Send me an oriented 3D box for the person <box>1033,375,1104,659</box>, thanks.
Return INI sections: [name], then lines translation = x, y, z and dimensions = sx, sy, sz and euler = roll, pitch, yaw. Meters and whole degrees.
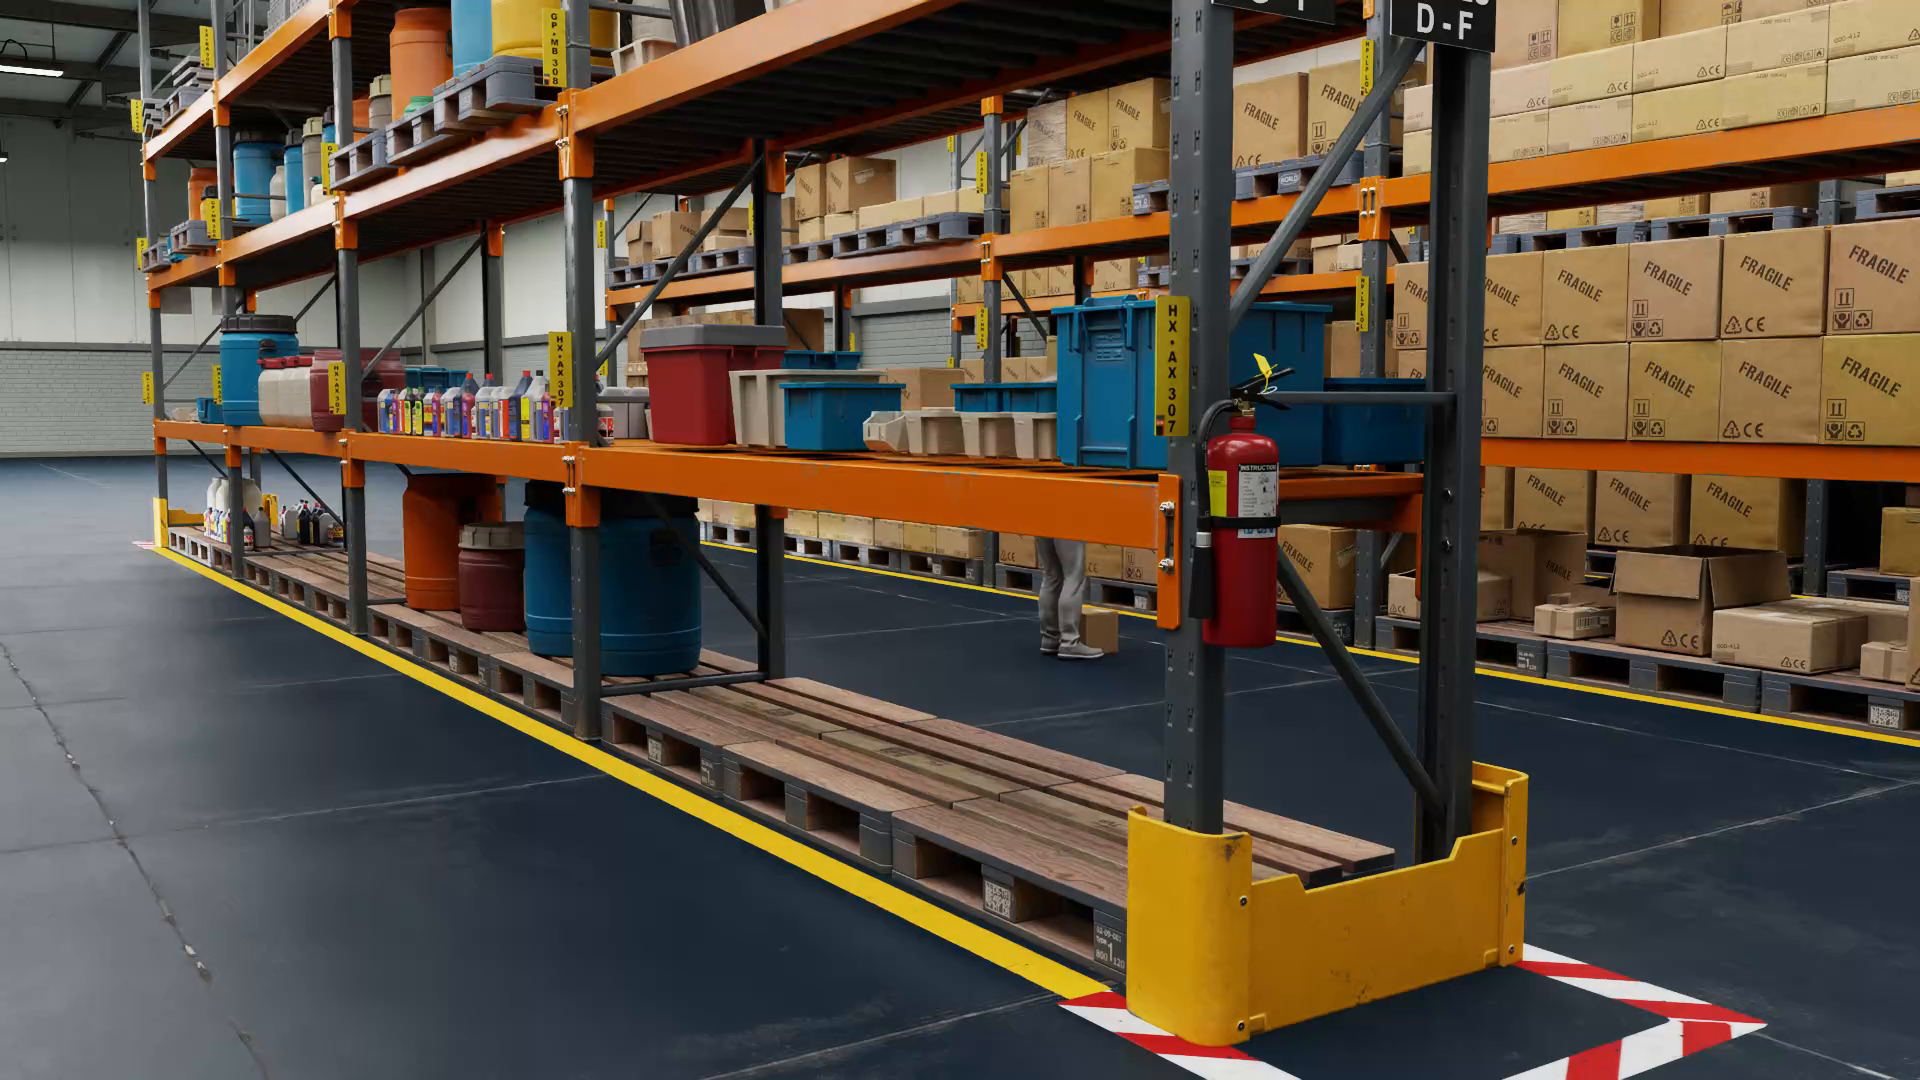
[person]
translation = 0.592, -0.145, 9.806
dimensions = 0.415, 1.662, 0.536
euler = -4, 6, -37
